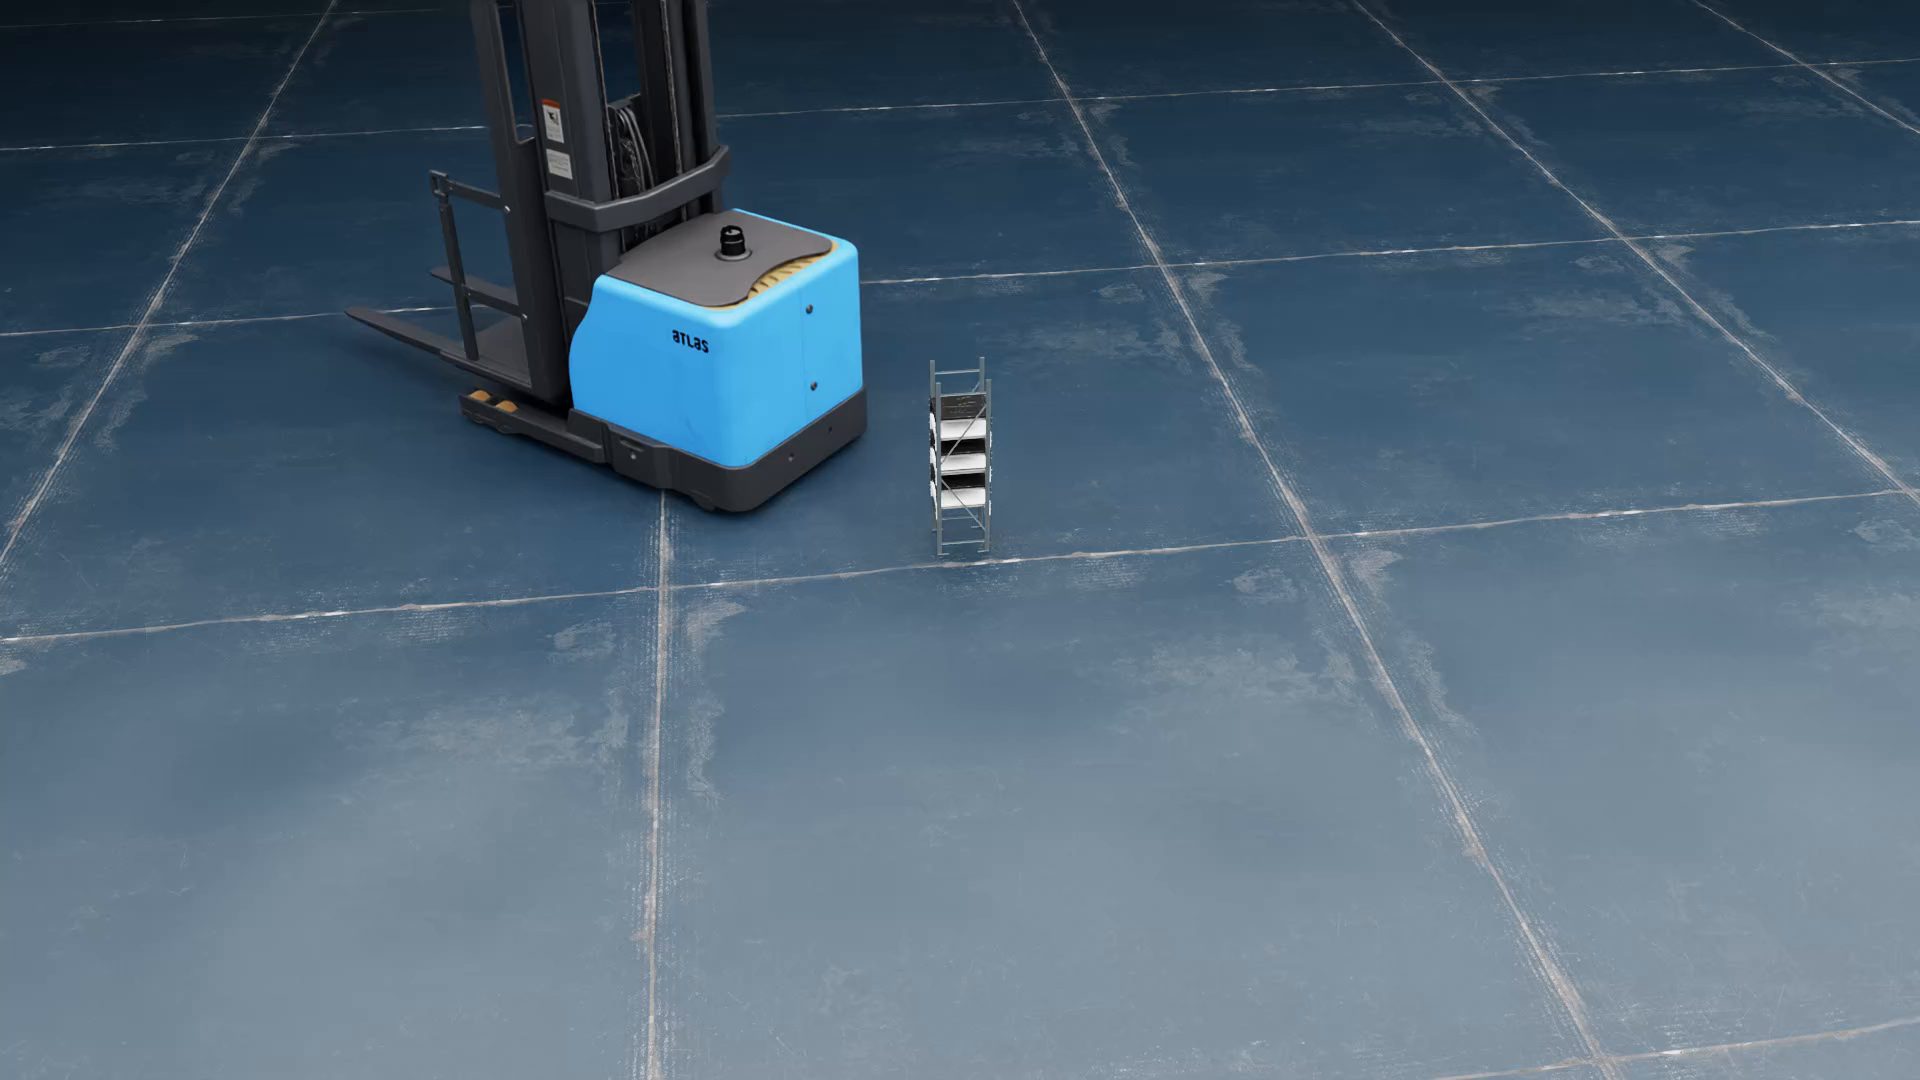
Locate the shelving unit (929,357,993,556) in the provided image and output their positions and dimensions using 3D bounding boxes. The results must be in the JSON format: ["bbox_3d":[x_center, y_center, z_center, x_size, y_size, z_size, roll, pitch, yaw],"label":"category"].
[{"bbox_3d":[0.001,-0.367,7.490,0.258,0.900,0.210,-4,35,-6],"label":"shelving unit"}]

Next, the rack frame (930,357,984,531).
[{"bbox_3d":[-0.013,-0.424,7.573,0.240,0.900,0.006,-4,35,-6],"label":"rack frame"}]

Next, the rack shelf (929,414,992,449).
[{"bbox_3d":[0.001,-0.489,7.407,0.258,0.077,0.200,-4,35,-6],"label":"rack shelf"}]

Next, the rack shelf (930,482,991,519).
[{"bbox_3d":[0.001,-0.191,7.610,0.258,0.077,0.200,-4,35,-6],"label":"rack shelf"}]

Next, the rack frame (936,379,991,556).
[{"bbox_3d":[0.015,-0.311,7.407,0.240,0.900,0.006,-4,35,-6],"label":"rack frame"}]

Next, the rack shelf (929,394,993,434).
[{"bbox_3d":[0.001,-0.563,7.357,0.258,0.077,0.200,-4,35,-6],"label":"rack shelf"}]

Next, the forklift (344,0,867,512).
[{"bbox_3d":[-1.980,-1.981,8.054,3.031,2.935,1.130,21,39,28],"label":"forklift"}]

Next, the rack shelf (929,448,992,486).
[{"bbox_3d":[0.001,-0.340,7.509,0.258,0.077,0.200,-4,35,-6],"label":"rack shelf"}]

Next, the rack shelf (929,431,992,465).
[{"bbox_3d":[0.001,-0.414,7.458,0.258,0.077,0.200,-4,35,-6],"label":"rack shelf"}]

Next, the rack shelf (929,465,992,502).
[{"bbox_3d":[0.001,-0.265,7.559,0.258,0.077,0.200,-4,35,-6],"label":"rack shelf"}]
